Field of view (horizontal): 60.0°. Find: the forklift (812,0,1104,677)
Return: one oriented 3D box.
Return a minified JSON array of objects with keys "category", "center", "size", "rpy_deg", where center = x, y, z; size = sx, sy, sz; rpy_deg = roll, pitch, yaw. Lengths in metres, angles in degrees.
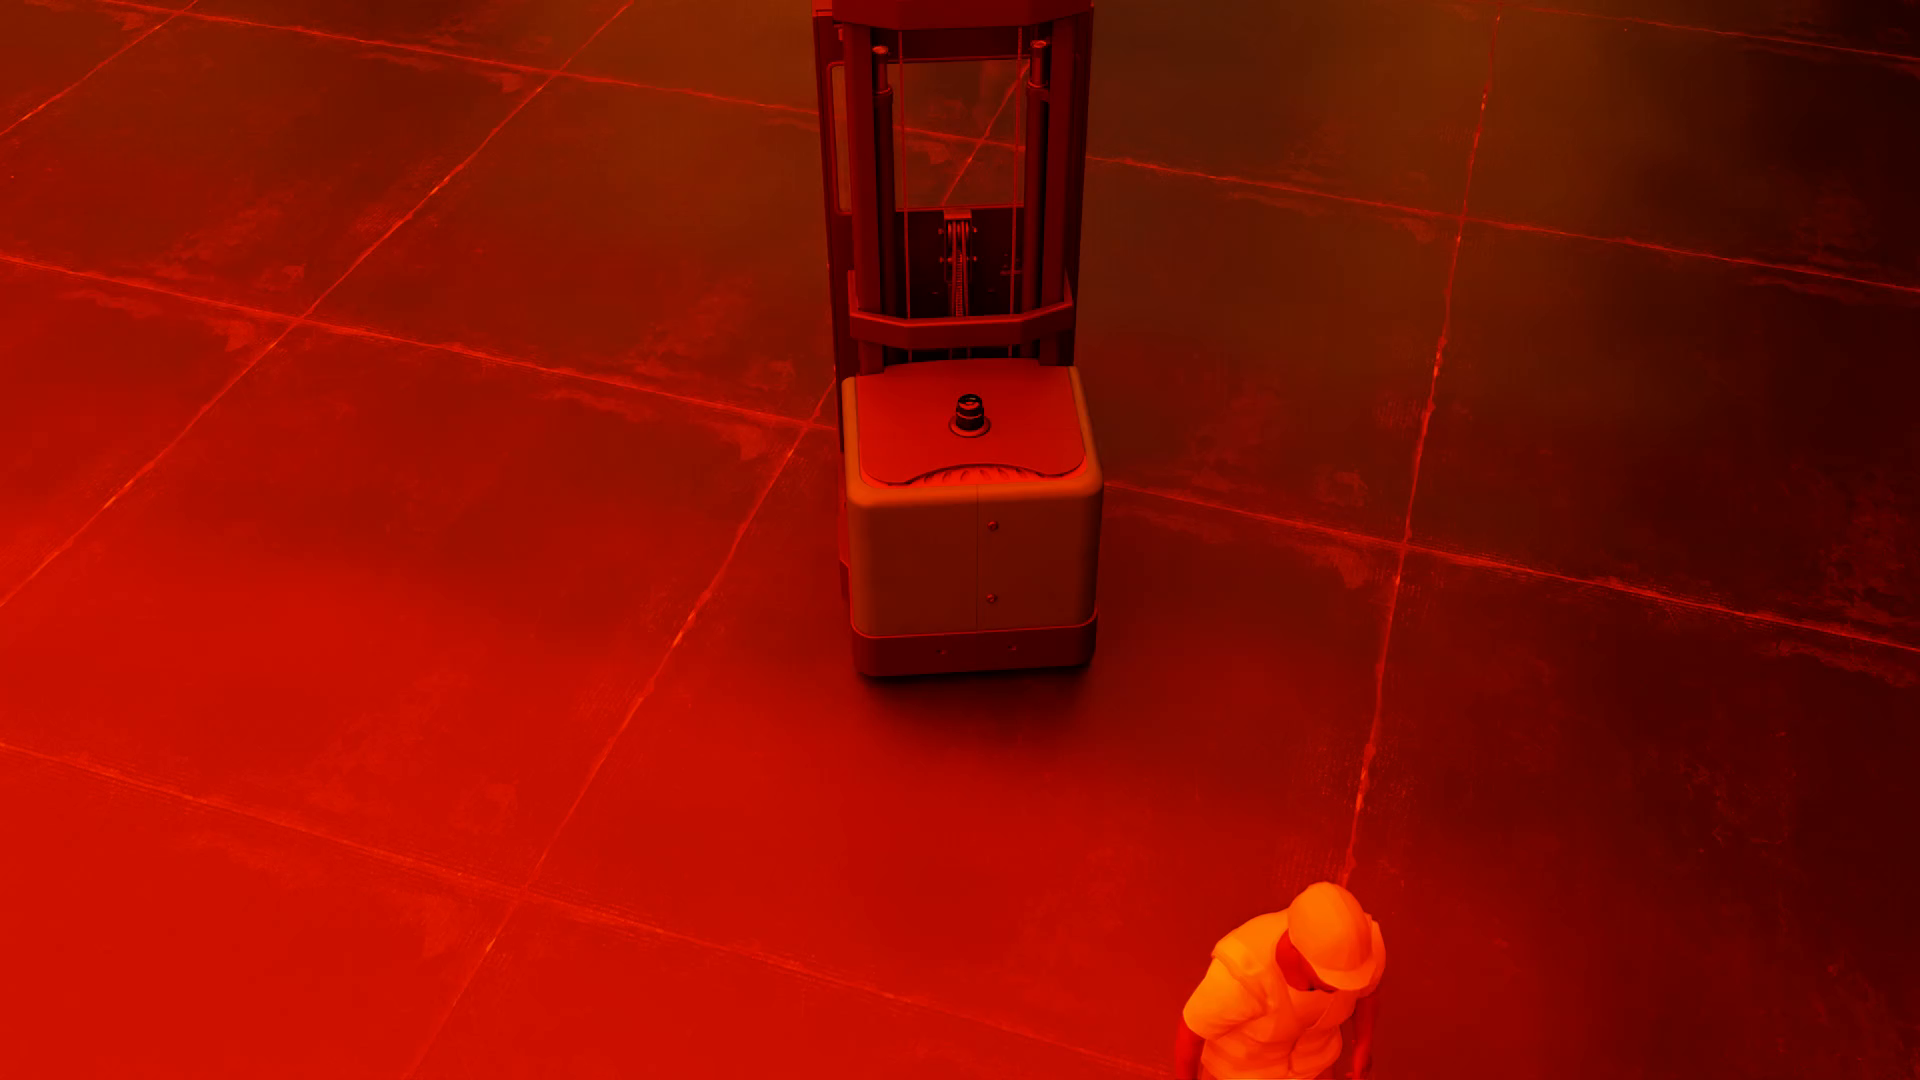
[{"category":"forklift","center":[-0.048,-1.486,7.287],"size":[1.130,2.935,3.031],"rpy_deg":[-3,43,-3]}]

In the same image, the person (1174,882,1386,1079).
[{"category":"person","center":[0.925,1.540,4.895],"size":[0.638,1.761,0.457],"rpy_deg":[-11,44,-12]}]
